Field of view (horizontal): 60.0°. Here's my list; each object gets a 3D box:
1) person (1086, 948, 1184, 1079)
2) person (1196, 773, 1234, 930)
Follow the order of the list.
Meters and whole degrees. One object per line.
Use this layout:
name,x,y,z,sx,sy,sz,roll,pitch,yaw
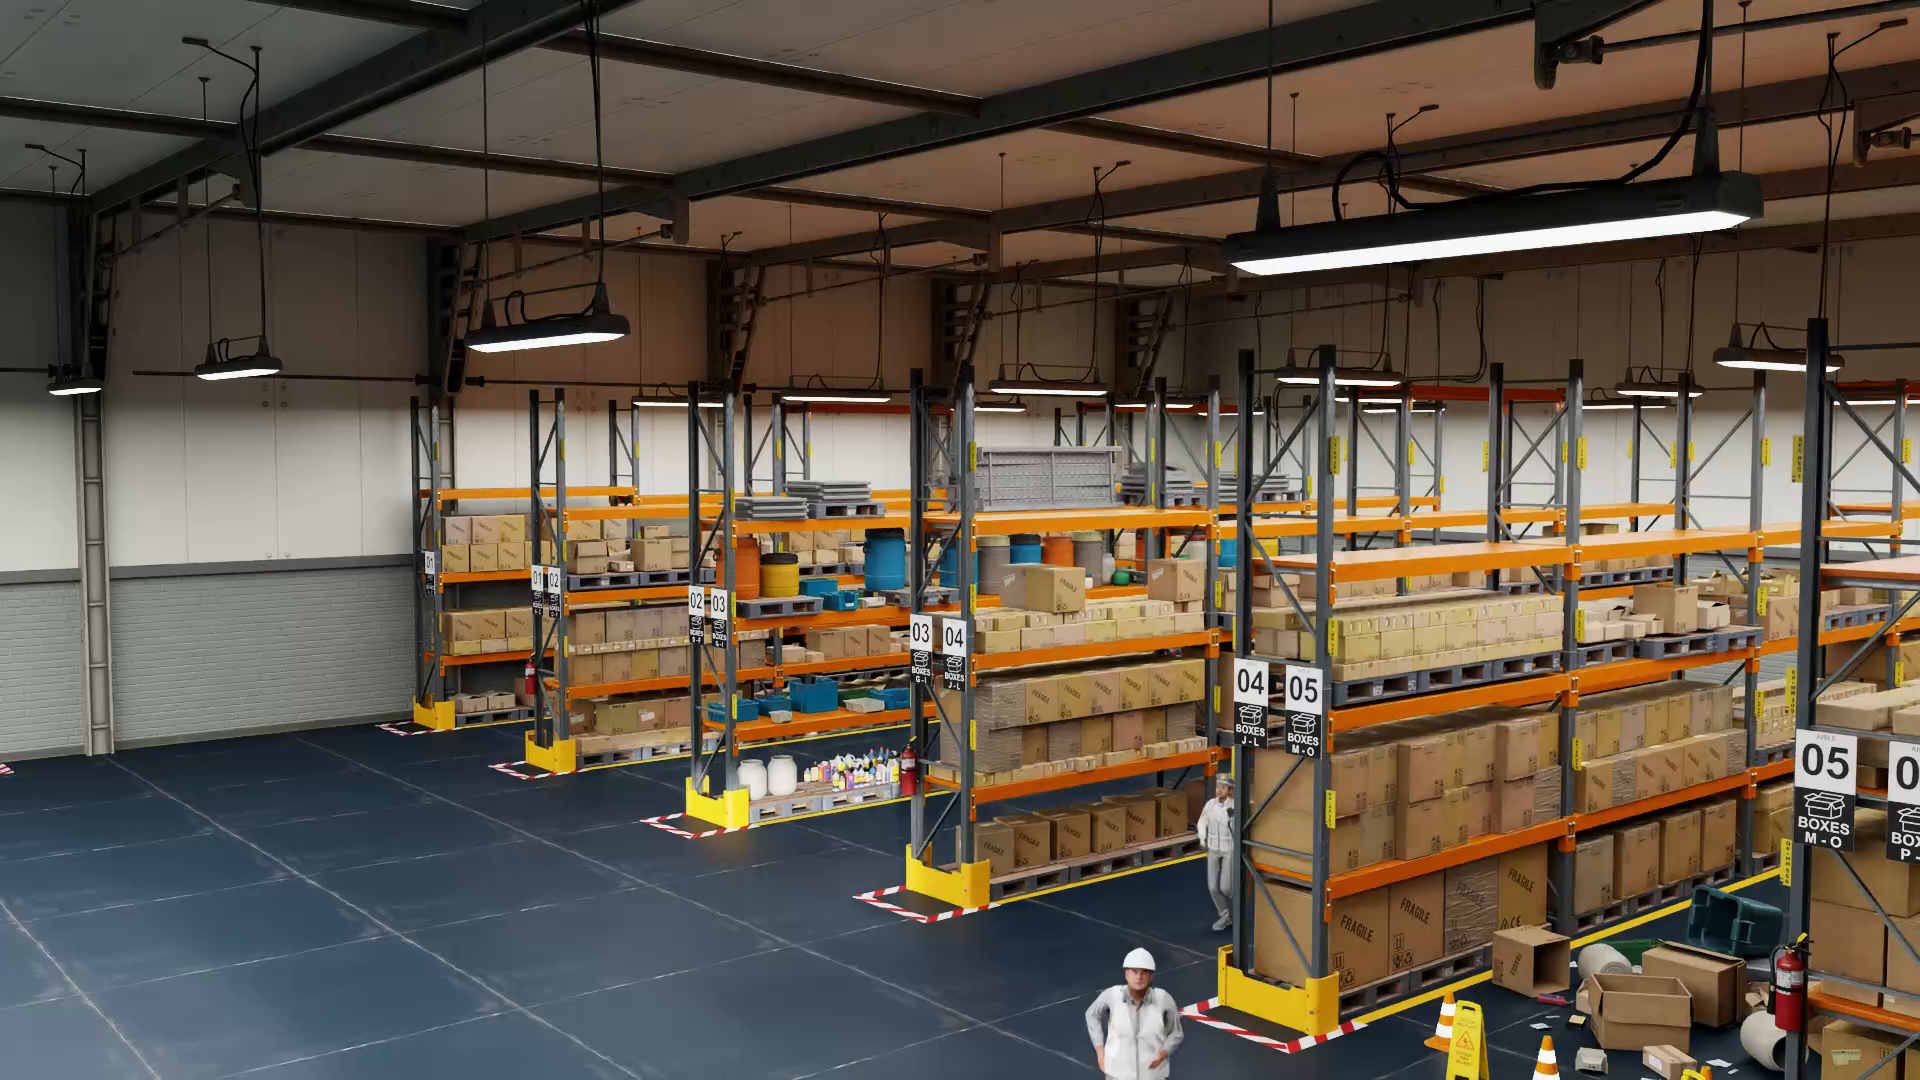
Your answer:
person,1.192,3.625,11.278,0.661,1.731,0.627,0,3,1
person,2.768,3.298,17.625,0.617,1.665,0.524,2,4,34
